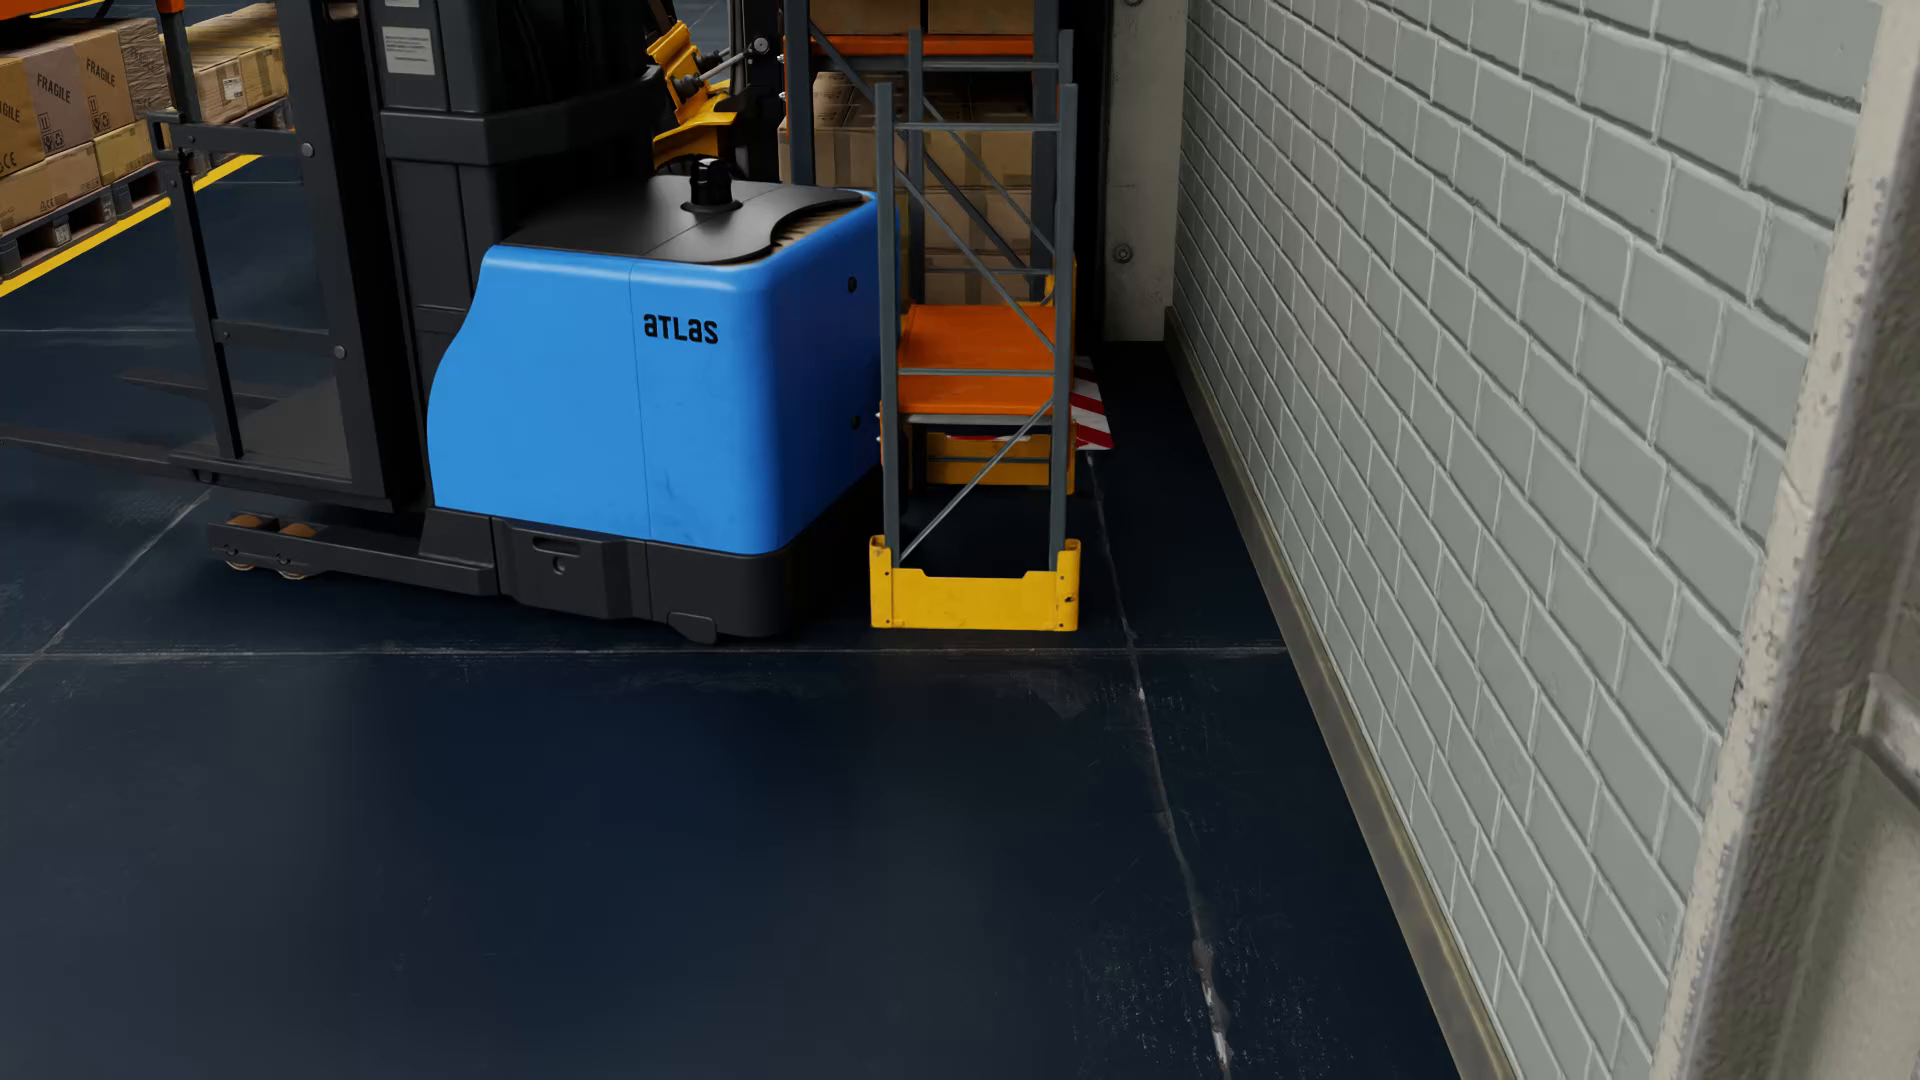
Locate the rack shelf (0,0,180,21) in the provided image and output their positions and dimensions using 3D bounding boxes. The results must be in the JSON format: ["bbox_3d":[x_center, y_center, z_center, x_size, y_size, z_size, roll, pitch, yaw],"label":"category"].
[{"bbox_3d":[-5.125,-2.485,7.977,1.077,0.370,4.000,0,24,-1],"label":"rack shelf"}]

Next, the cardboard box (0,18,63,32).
[{"bbox_3d":[-5.410,-2.673,9.437,0.500,0.500,0.500,1,24,2],"label":"cardboard box"}]

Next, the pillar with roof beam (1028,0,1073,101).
[{"bbox_3d":[-3.616,-7.490,10.890,9.100,9.000,0.400,0,24,-1],"label":"pillar with roof beam"}]

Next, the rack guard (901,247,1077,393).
[{"bbox_3d":[-0.139,-0.864,6.553,1.175,0.500,0.348,0,24,-1],"label":"rack guard"}]

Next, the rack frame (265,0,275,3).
[{"bbox_3d":[-5.190,-5.285,13.296,1.000,3.000,0.127,0,24,-1],"label":"rack frame"}]

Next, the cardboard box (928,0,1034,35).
[{"bbox_3d":[0.133,-2.263,6.493,0.500,0.500,0.500,1,24,1],"label":"cardboard box"}]

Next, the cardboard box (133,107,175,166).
[{"bbox_3d":[-4.871,-2.333,9.595,0.500,0.250,0.500,1,24,2],"label":"cardboard box"}]

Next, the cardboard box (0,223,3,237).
[{"bbox_3d":[-4.833,-1.471,7.690,0.500,0.250,0.500,1,24,1],"label":"cardboard box"}]

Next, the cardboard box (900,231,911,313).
[{"bbox_3d":[-0.460,-1.143,6.965,0.500,0.250,0.500,0,24,0],"label":"cardboard box"}]

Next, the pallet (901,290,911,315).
[{"bbox_3d":[-0.190,-1.057,7.331,1.003,0.211,1.213,0,24,-1],"label":"pallet"}]

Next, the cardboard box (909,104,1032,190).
[{"bbox_3d":[0.045,-1.605,6.773,0.500,0.250,0.500,-1,24,-1],"label":"cardboard box"}]

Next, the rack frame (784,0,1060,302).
[{"bbox_3d":[-0.139,-2.012,6.060,1.000,3.000,0.127,0,24,-1],"label":"rack frame"}]

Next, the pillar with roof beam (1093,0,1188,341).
[{"bbox_3d":[-3.550,-5.017,5.424,9.100,9.000,0.400,0,24,-1],"label":"pillar with roof beam"}]

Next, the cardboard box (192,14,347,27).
[{"bbox_3d":[-5.178,-3.742,12.563,0.950,0.372,0.625,-1,24,-2],"label":"cardboard box"}]

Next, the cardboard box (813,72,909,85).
[{"bbox_3d":[-0.483,-2.013,7.675,0.500,0.250,0.500,0,24,0],"label":"cardboard box"}]

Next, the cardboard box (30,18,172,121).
[{"bbox_3d":[-4.872,-2.674,9.440,0.500,0.500,0.500,-1,24,-1],"label":"cardboard box"}]

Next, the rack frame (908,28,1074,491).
[{"bbox_3d":[0.093,-0.858,5.328,0.500,1.500,0.032,1,24,3],"label":"rack frame"}]

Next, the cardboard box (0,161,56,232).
[{"bbox_3d":[-4.852,-1.696,8.187,0.500,0.250,0.500,1,24,3],"label":"cardboard box"}]

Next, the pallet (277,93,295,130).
[{"bbox_3d":[-5.173,-3.191,12.050,1.003,0.211,1.213,0,24,-1],"label":"pallet"}]

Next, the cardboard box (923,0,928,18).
[{"bbox_3d":[0.105,-2.478,6.968,0.500,0.500,0.500,0,24,1],"label":"cardboard box"}]

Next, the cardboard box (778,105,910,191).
[{"bbox_3d":[-0.456,-1.595,6.750,0.500,0.250,0.500,1,24,1],"label":"cardboard box"}]

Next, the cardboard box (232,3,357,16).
[{"bbox_3d":[-5.194,-4.046,13.236,0.950,0.372,0.625,-2,24,-4],"label":"cardboard box"}]

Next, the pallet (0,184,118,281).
[{"bbox_3d":[-5.087,-1.586,8.500,1.003,0.211,1.213,0,24,-1],"label":"pallet"}]

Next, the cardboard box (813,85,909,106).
[{"bbox_3d":[-0.468,-1.805,7.215,0.500,0.250,0.500,0,24,0],"label":"cardboard box"}]

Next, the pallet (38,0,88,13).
[{"bbox_3d":[-10.225,-5.876,17.985,1.003,0.211,1.213,0,24,-1],"label":"pallet"}]

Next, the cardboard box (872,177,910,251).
[{"bbox_3d":[-0.457,-1.378,6.877,0.500,0.250,0.500,-1,24,-1],"label":"cardboard box"}]

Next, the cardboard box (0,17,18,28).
[{"bbox_3d":[-5.469,-2.916,9.188,0.380,0.149,0.250,0,24,0],"label":"cardboard box"}]

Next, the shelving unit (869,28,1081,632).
[{"bbox_3d":[0.068,-0.653,4.874,0.587,1.500,1.083,1,24,3],"label":"shelving unit"}]

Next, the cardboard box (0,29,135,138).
[{"bbox_3d":[-4.864,-2.465,8.977,0.500,0.500,0.500,0,24,0],"label":"cardboard box"}]

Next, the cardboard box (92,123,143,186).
[{"bbox_3d":[-4.855,-2.114,9.110,0.500,0.250,0.500,-1,24,-2],"label":"cardboard box"}]

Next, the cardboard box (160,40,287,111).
[{"bbox_3d":[-5.166,-3.143,11.239,0.950,0.372,0.625,1,24,3],"label":"cardboard box"}]

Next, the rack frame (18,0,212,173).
[{"bbox_3d":[-5.146,-3.637,9.651,1.000,3.000,0.127,0,24,-1],"label":"rack frame"}]

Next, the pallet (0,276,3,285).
[{"bbox_3d":[-5.077,-1.084,7.391,1.003,0.211,1.213,0,24,-1],"label":"pallet"}]

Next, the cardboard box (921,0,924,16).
[{"bbox_3d":[-0.404,-2.473,6.958,0.500,0.500,0.500,0,24,1],"label":"cardboard box"}]

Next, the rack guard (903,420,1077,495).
[{"bbox_3d":[0.093,-0.288,5.584,0.587,0.250,0.087,1,24,3],"label":"rack guard"}]

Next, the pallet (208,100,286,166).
[{"bbox_3d":[-5.156,-2.687,10.935,1.003,0.211,1.213,0,24,-1],"label":"pallet"}]

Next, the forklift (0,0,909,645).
[{"bbox_3d":[-1.737,-1.409,4.809,3.031,2.935,1.130,8,26,18],"label":"forklift"}]

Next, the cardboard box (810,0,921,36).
[{"bbox_3d":[-0.407,-2.260,6.485,0.500,0.500,0.500,-1,24,-2],"label":"cardboard box"}]

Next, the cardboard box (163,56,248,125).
[{"bbox_3d":[-5.155,-2.847,10.584,0.950,0.372,0.625,0,24,0],"label":"cardboard box"}]

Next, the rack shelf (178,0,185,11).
[{"bbox_3d":[-5.168,-4.133,11.622,1.077,0.370,4.000,0,24,-1],"label":"rack shelf"}]

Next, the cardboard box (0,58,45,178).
[{"bbox_3d":[-4.843,-2.034,8.025,0.500,0.500,0.500,0,24,0],"label":"cardboard box"}]

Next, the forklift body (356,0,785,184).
[{"bbox_3d":[-1.984,-2.399,7.944,2.313,2.155,1.214,0,24,-1],"label":"forklift body"}]

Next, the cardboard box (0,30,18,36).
[{"bbox_3d":[-5.392,-2.452,8.949,0.500,0.500,0.500,1,24,2],"label":"cardboard box"}]

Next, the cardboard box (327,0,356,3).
[{"bbox_3d":[-5.114,-4.793,14.277,0.875,0.875,0.875,0,24,-1],"label":"cardboard box"}]

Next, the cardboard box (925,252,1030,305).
[{"bbox_3d":[0.051,-1.154,6.989,0.500,0.250,0.500,0,24,0],"label":"cardboard box"}]

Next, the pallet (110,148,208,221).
[{"bbox_3d":[-5.104,-2.090,9.614,1.003,0.211,1.213,0,24,-1],"label":"pallet"}]

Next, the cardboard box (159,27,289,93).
[{"bbox_3d":[-5.175,-3.430,11.873,0.950,0.372,0.625,1,24,1],"label":"cardboard box"}]

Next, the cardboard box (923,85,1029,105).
[{"bbox_3d":[0.036,-1.811,7.229,0.500,0.250,0.500,0,24,0],"label":"cardboard box"}]

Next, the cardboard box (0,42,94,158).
[{"bbox_3d":[-4.858,-2.255,8.512,0.500,0.500,0.500,1,24,2],"label":"cardboard box"}]

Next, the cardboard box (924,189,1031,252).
[{"bbox_3d":[0.063,-1.373,6.867,0.500,0.250,0.500,0,24,0],"label":"cardboard box"}]

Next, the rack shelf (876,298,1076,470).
[{"bbox_3d":[0.067,-0.485,4.940,0.538,0.185,1.000,1,24,3],"label":"rack shelf"}]

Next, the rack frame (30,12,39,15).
[{"bbox_3d":[-10.182,-6.869,16.799,1.000,3.000,0.127,0,24,-1],"label":"rack frame"}]

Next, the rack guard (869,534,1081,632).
[{"bbox_3d":[0.042,0.121,4.678,0.587,0.250,0.087,1,24,3],"label":"rack guard"}]

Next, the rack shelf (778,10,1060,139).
[{"bbox_3d":[-0.161,-2.509,8.030,1.077,0.370,4.000,0,24,-1],"label":"rack shelf"}]

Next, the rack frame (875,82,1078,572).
[{"bbox_3d":[0.041,-0.440,4.403,0.500,1.500,0.032,1,24,3],"label":"rack frame"}]

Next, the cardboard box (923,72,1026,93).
[{"bbox_3d":[0.041,-2.017,7.684,0.500,0.250,0.500,0,24,-1],"label":"cardboard box"}]

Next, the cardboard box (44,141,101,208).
[{"bbox_3d":[-4.854,-1.904,8.647,0.500,0.250,0.500,0,24,0],"label":"cardboard box"}]
